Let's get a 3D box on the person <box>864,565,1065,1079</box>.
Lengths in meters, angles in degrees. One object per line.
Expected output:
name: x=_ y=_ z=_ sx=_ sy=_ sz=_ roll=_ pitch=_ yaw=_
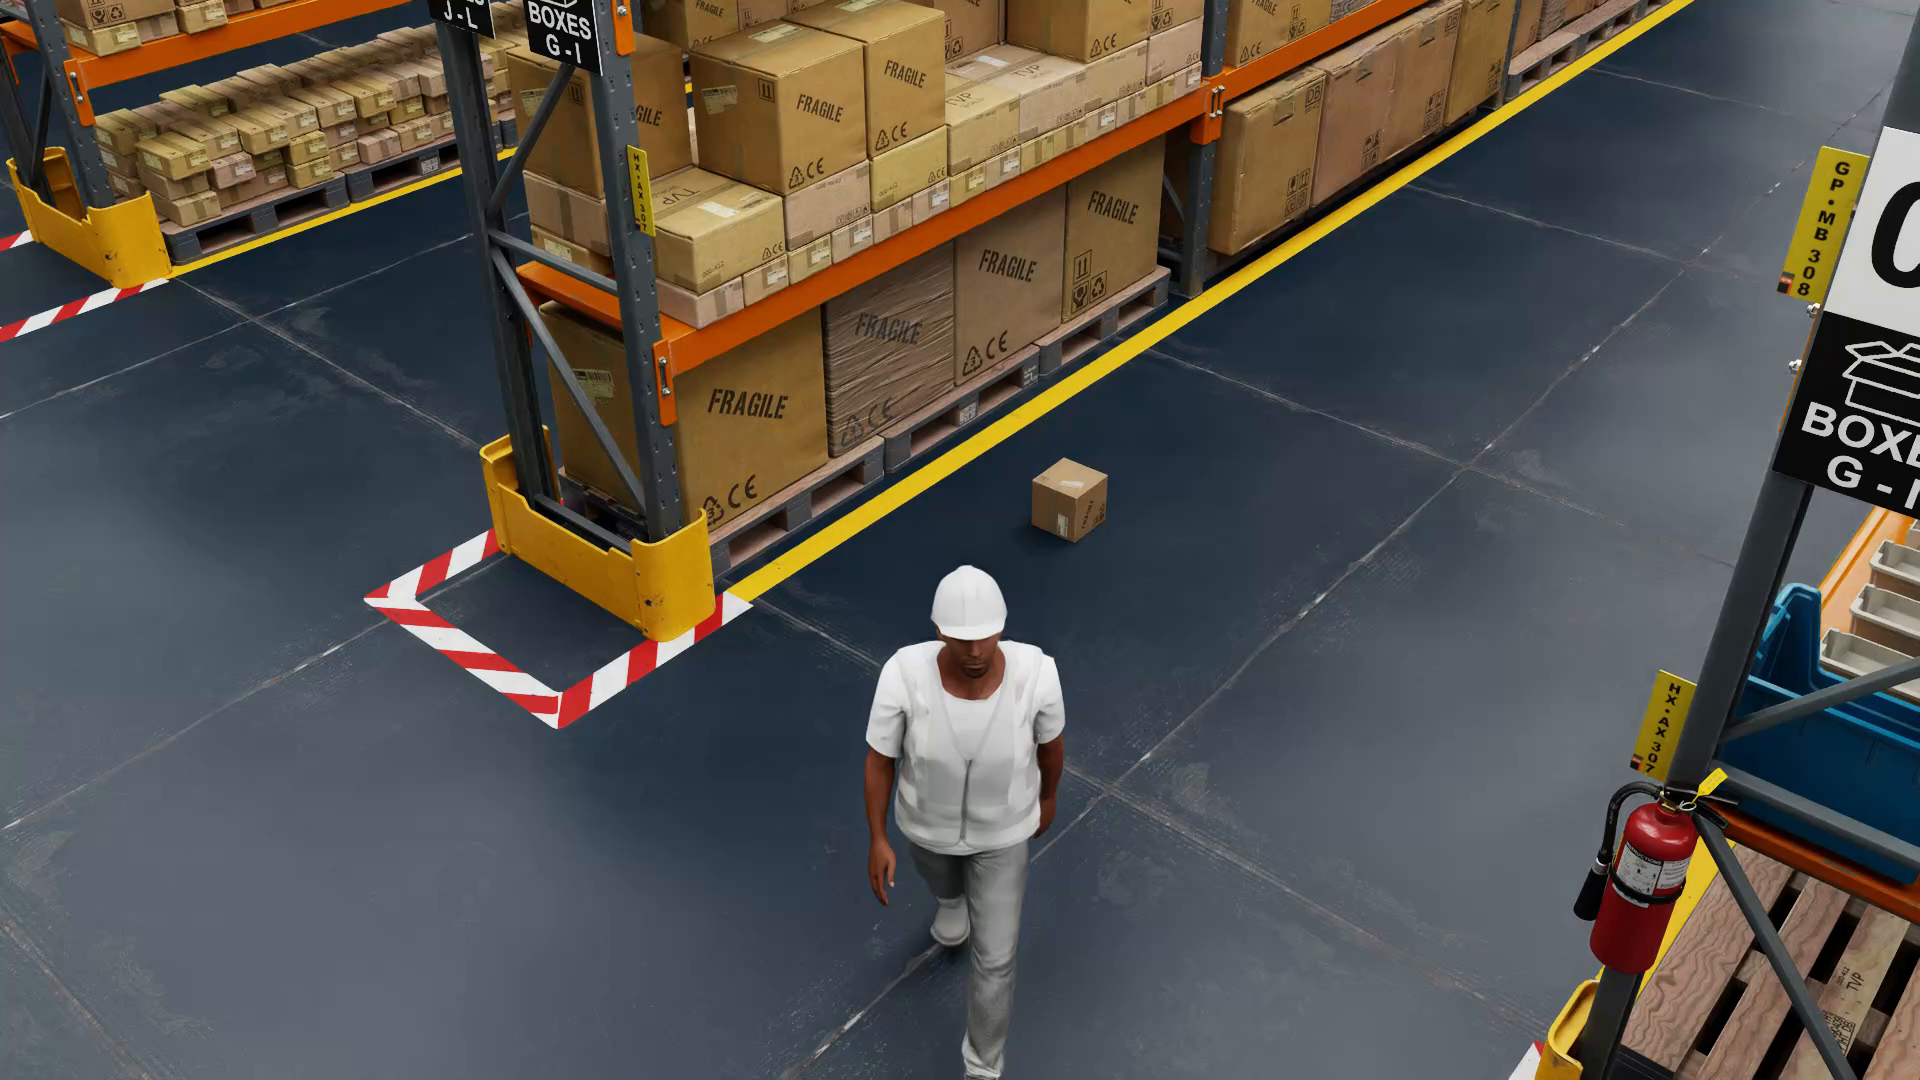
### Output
person: x=0.010 y=0.841 z=4.921 sx=0.573 sy=1.724 sz=1.024 roll=3 pitch=35 yaw=4
